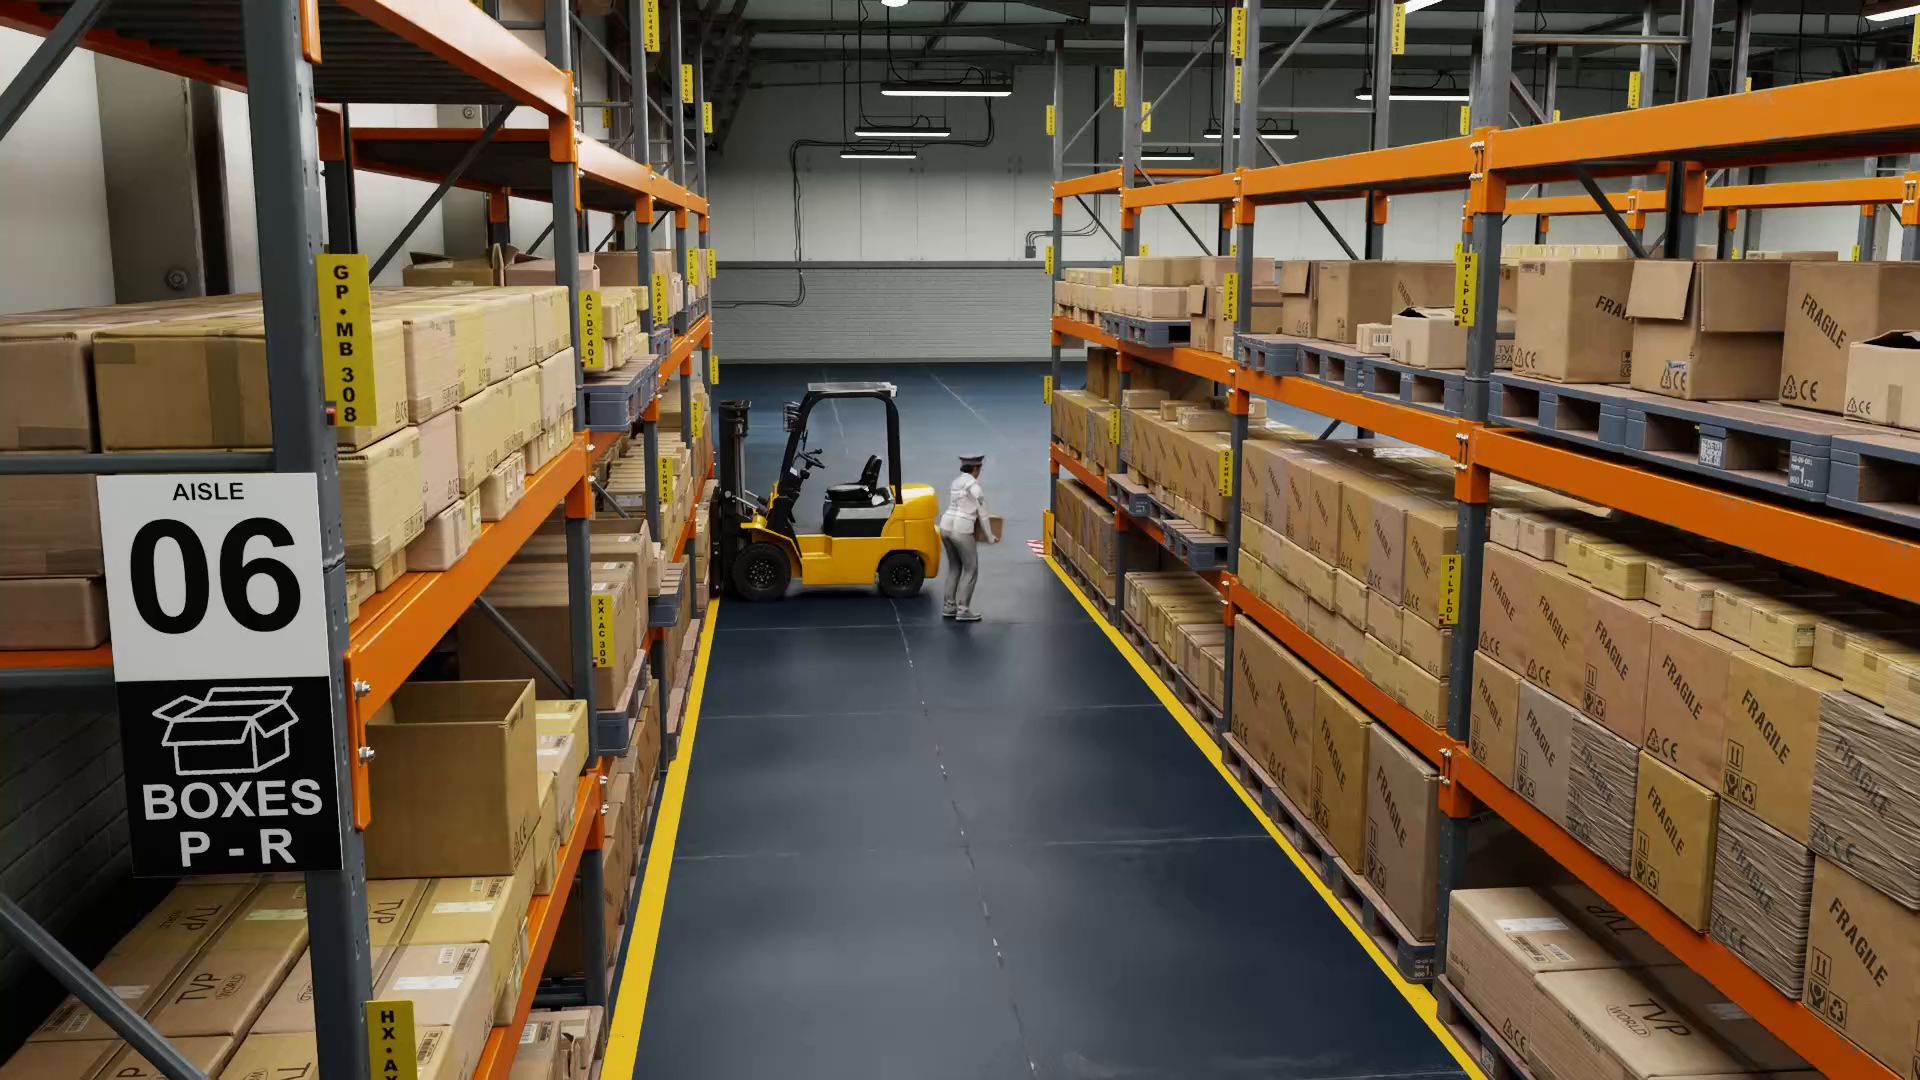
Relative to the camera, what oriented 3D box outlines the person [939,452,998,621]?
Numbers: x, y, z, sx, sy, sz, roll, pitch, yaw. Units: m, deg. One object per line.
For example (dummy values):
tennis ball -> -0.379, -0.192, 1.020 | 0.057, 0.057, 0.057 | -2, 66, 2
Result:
person -> 0.073, -0.045, 16.274 | 0.563, 1.631, 0.419 | -7, 12, -36
